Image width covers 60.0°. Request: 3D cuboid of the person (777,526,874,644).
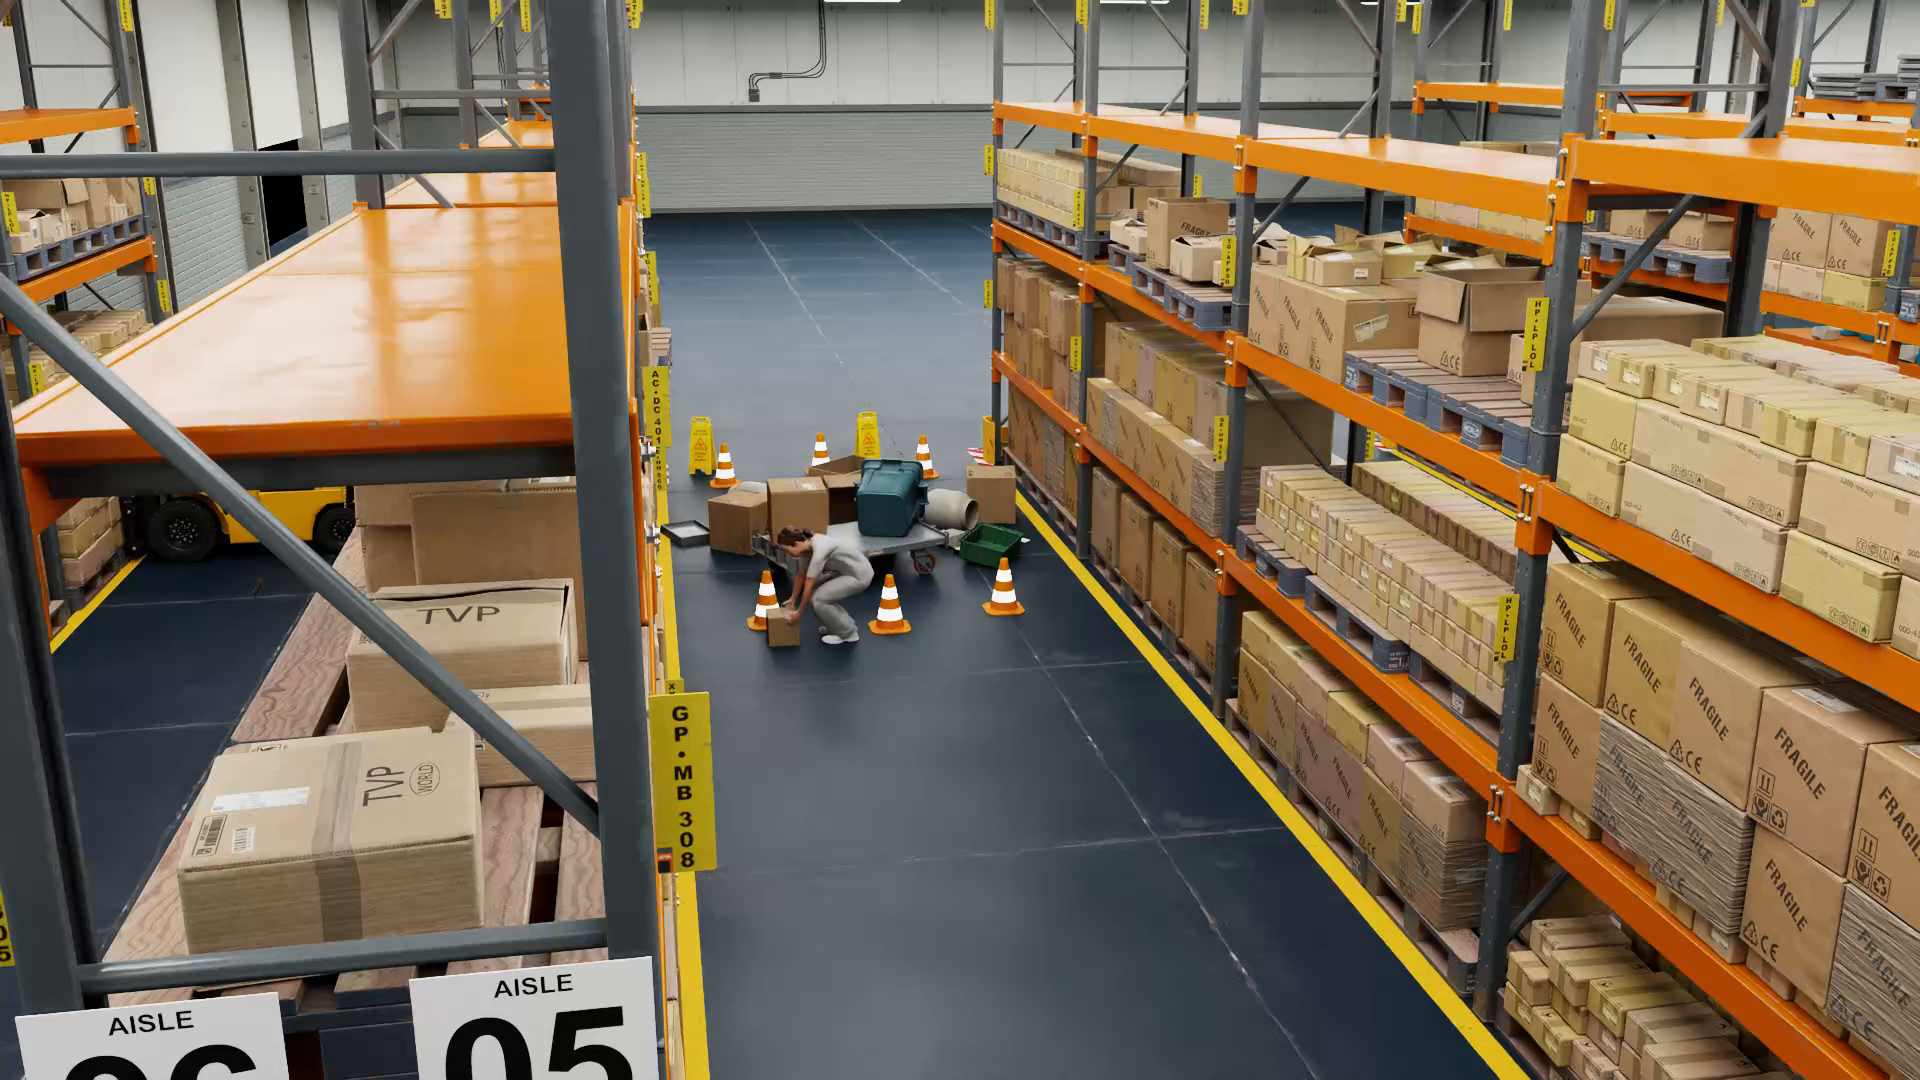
[{"bbox_3d":[-1.091,0.343,13.578,0.782,0.998,0.488,-3,17,-11],"label":"person"}]
